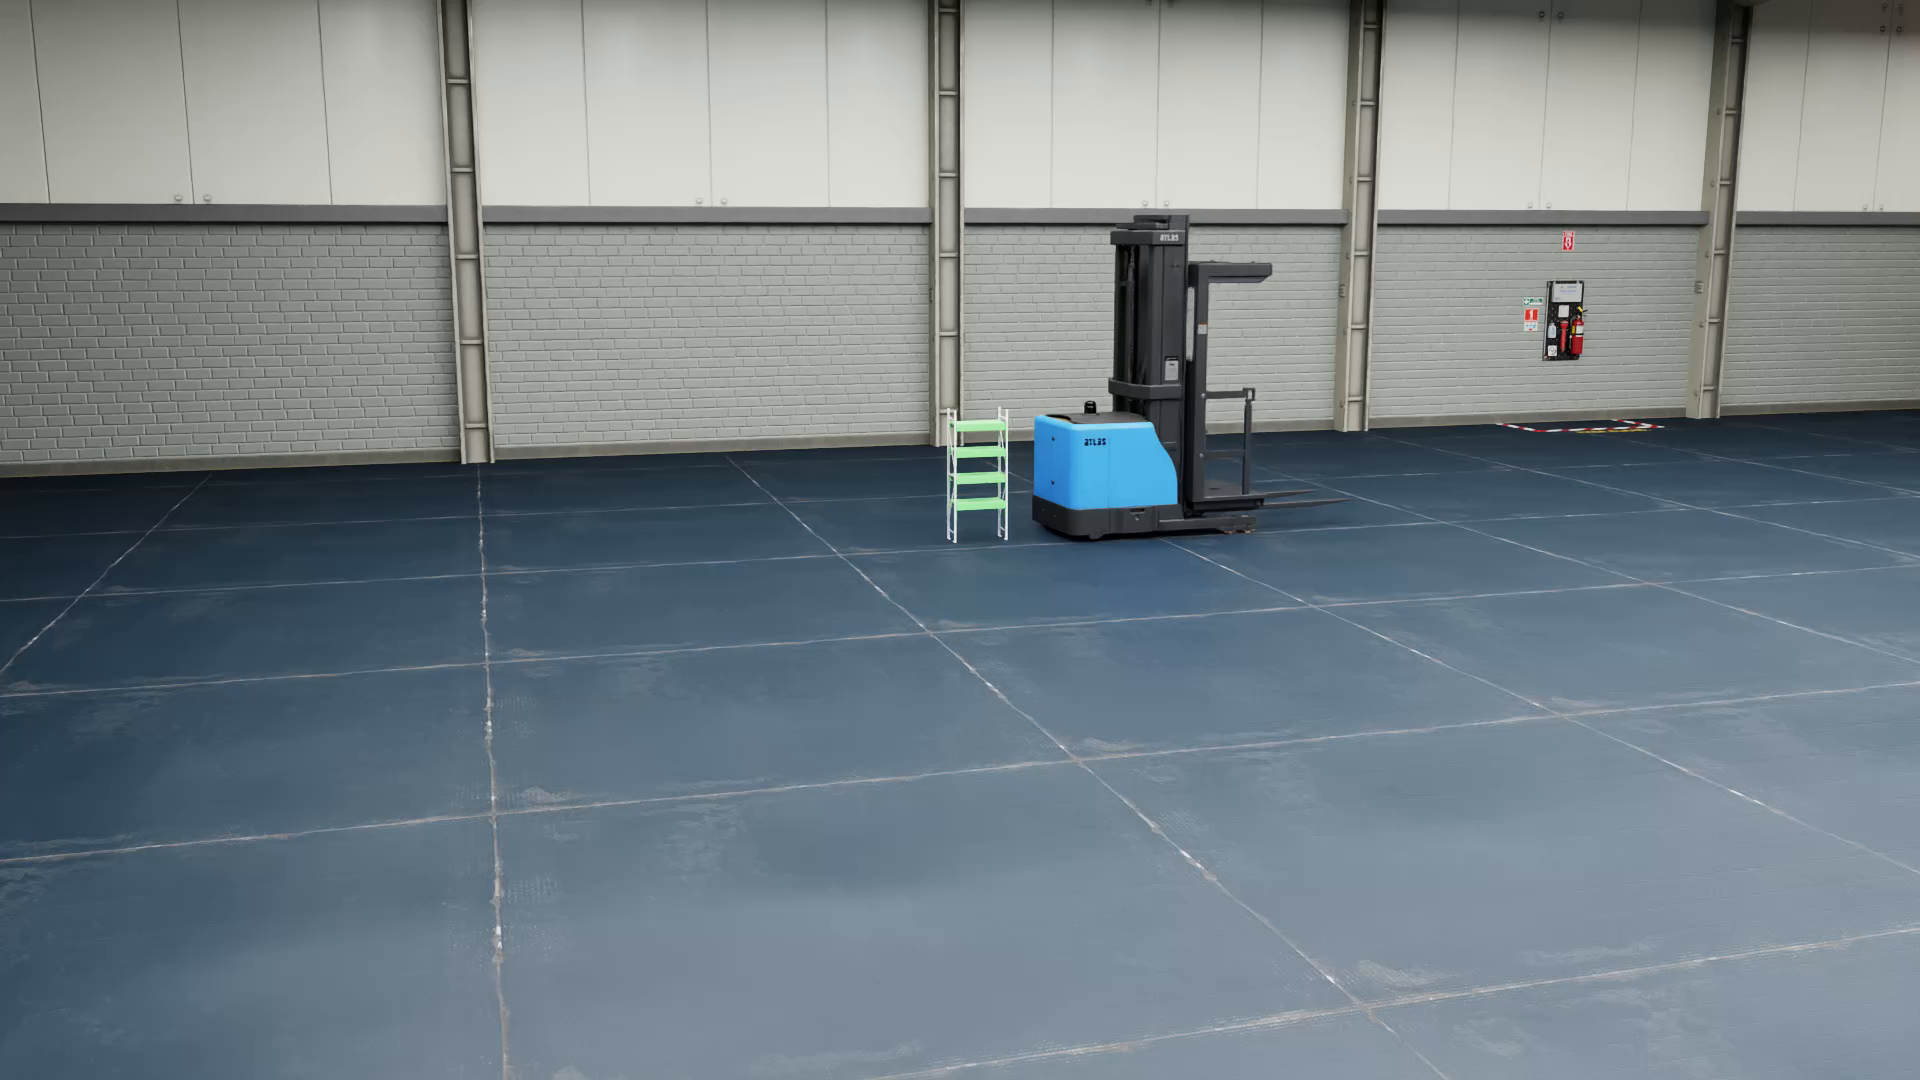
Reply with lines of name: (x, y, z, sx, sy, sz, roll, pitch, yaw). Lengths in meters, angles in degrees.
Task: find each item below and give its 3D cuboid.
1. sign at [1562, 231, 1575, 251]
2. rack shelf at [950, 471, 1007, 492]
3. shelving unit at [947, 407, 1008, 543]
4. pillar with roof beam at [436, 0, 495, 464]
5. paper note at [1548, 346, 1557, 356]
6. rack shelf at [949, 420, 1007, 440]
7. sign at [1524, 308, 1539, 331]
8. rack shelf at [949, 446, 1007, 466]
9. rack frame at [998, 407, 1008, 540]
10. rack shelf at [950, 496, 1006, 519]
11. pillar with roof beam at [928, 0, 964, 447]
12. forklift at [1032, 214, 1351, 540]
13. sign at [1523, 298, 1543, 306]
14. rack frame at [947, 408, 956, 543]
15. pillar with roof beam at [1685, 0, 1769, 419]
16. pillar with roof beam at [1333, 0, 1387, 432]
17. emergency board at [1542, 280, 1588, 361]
sign: (8.926, -4.388, 24.400, 0.199, 0.298, 0.001, -3, 11, -16)
rack shelf: (0.159, -0.536, 15.198, 0.480, 0.148, 0.258, -3, 11, -16)
shelving unit: (0.159, -0.598, 15.187, 0.503, 1.200, 0.258, -3, 11, -16)
pillar with roof beam: (-4.734, -4.641, 15.605, 0.400, 9.000, 9.100, -3, 11, -16)
paper note: (8.773, -2.801, 24.615, 0.142, 0.148, 0.016, -3, 11, -16)
rack shelf: (0.159, -1.008, 15.112, 0.480, 0.148, 0.258, -3, 11, -16)
sign: (8.402, -3.239, 24.461, 0.234, 0.329, 0.001, -3, 11, -16)
rack shelf: (0.159, -0.772, 15.155, 0.480, 0.148, 0.258, -3, 11, -16)
rack frame: (0.393, -0.611, 15.254, 0.015, 1.200, 0.240, -3, 11, -16)
rack shelf: (0.159, -0.300, 15.242, 0.480, 0.148, 0.258, -3, 11, -16)
pillar with roof beam: (1.027, -4.945, 17.255, 0.400, 9.000, 9.100, -3, 11, -16)
forklift: (2.266, -1.583, 15.755, 3.031, 2.935, 1.130, -4, 11, -19)
sign: (8.409, -3.498, 24.405, 0.331, 0.109, 0.001, -3, 11, -16)
rack frame: (-0.075, -0.586, 15.120, 0.015, 1.200, 0.240, -3, 11, -16)
pillar with roof beam: (12.548, -5.552, 20.553, 0.548, 9.000, 9.100, -3, 11, -16)
pillar with roof beam: (6.788, -5.248, 18.904, 0.400, 9.000, 9.100, -3, 11, -16)
emergency board: (8.962, -3.231, 24.518, 0.643, 1.169, 0.194, -3, 11, -16)
